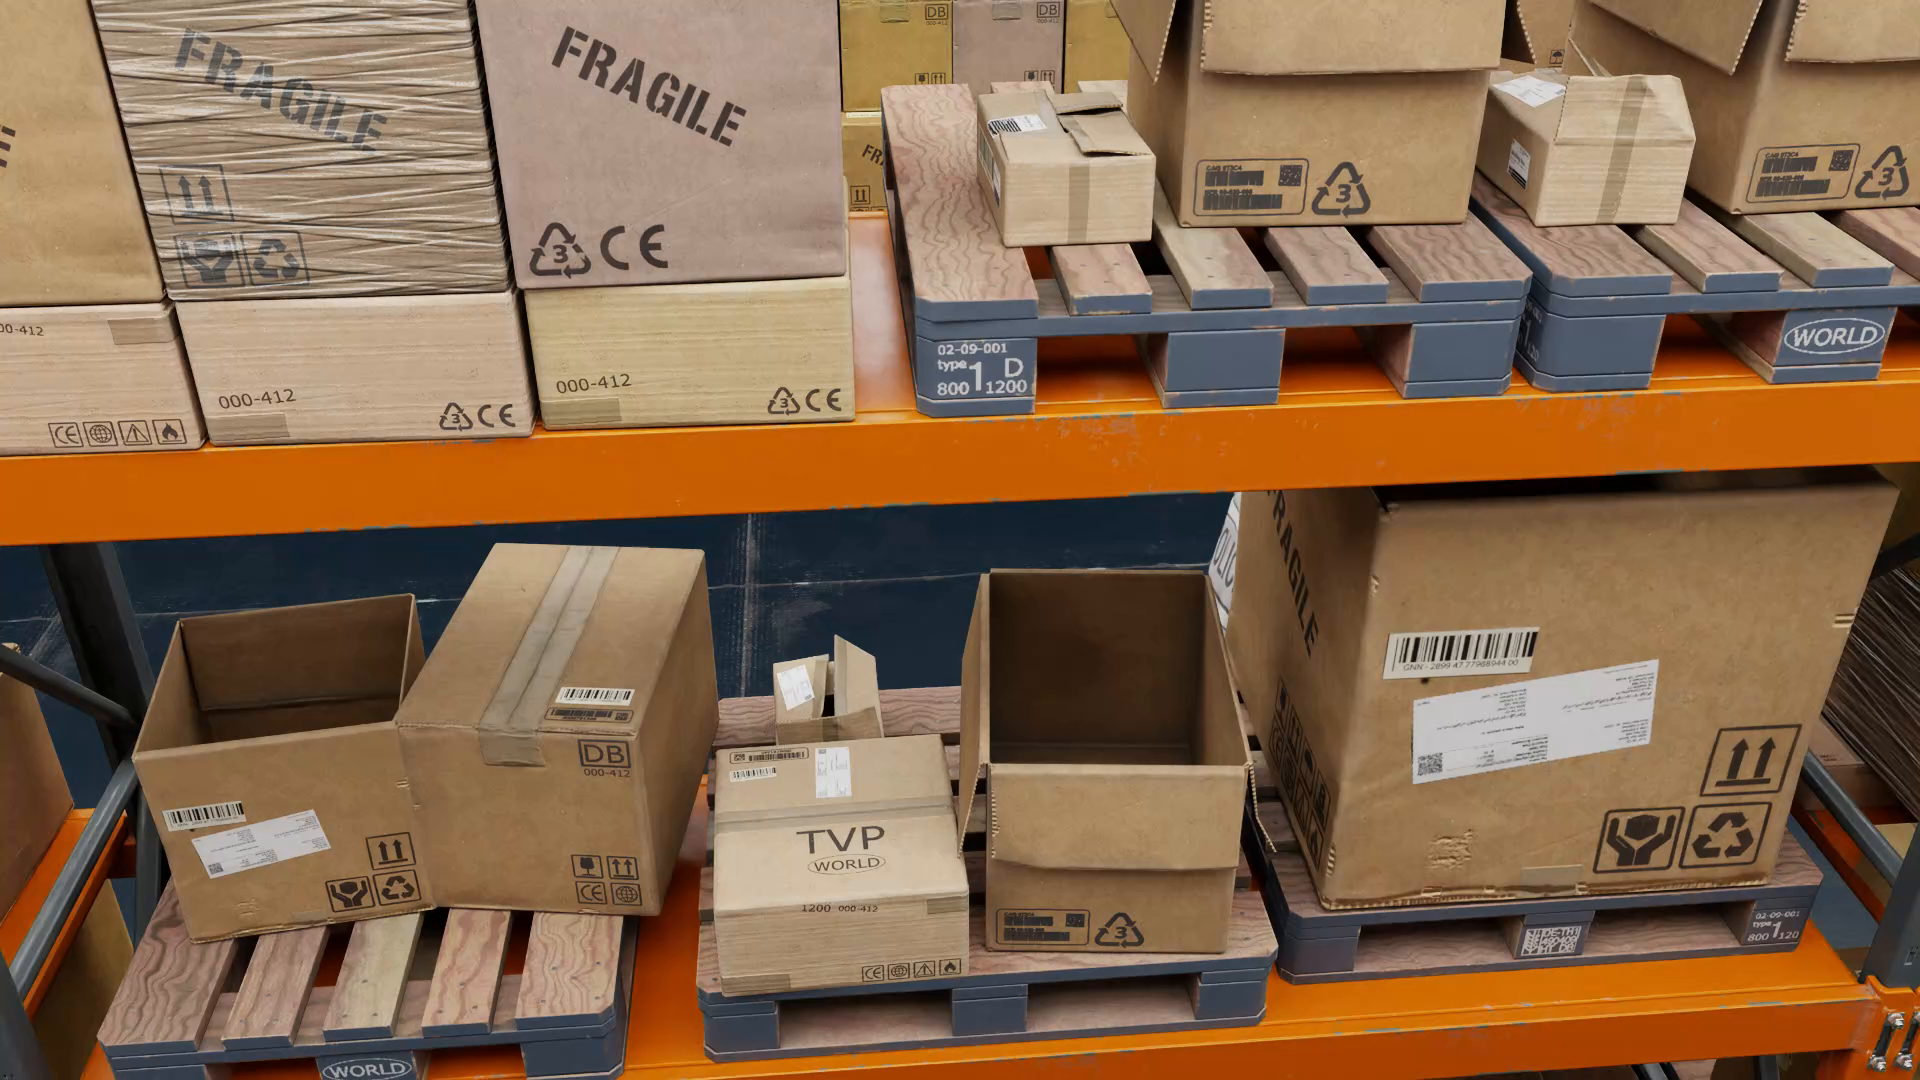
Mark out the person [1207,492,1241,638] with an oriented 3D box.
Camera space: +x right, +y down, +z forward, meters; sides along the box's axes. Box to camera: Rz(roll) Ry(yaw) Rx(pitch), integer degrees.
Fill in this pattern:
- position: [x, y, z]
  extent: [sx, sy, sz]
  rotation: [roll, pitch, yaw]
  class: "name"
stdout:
- position: [1.044, 0.346, 5.548]
  extent: [0.446, 1.746, 0.589]
  rotation: [-4, 31, -7]
  class: "person"
